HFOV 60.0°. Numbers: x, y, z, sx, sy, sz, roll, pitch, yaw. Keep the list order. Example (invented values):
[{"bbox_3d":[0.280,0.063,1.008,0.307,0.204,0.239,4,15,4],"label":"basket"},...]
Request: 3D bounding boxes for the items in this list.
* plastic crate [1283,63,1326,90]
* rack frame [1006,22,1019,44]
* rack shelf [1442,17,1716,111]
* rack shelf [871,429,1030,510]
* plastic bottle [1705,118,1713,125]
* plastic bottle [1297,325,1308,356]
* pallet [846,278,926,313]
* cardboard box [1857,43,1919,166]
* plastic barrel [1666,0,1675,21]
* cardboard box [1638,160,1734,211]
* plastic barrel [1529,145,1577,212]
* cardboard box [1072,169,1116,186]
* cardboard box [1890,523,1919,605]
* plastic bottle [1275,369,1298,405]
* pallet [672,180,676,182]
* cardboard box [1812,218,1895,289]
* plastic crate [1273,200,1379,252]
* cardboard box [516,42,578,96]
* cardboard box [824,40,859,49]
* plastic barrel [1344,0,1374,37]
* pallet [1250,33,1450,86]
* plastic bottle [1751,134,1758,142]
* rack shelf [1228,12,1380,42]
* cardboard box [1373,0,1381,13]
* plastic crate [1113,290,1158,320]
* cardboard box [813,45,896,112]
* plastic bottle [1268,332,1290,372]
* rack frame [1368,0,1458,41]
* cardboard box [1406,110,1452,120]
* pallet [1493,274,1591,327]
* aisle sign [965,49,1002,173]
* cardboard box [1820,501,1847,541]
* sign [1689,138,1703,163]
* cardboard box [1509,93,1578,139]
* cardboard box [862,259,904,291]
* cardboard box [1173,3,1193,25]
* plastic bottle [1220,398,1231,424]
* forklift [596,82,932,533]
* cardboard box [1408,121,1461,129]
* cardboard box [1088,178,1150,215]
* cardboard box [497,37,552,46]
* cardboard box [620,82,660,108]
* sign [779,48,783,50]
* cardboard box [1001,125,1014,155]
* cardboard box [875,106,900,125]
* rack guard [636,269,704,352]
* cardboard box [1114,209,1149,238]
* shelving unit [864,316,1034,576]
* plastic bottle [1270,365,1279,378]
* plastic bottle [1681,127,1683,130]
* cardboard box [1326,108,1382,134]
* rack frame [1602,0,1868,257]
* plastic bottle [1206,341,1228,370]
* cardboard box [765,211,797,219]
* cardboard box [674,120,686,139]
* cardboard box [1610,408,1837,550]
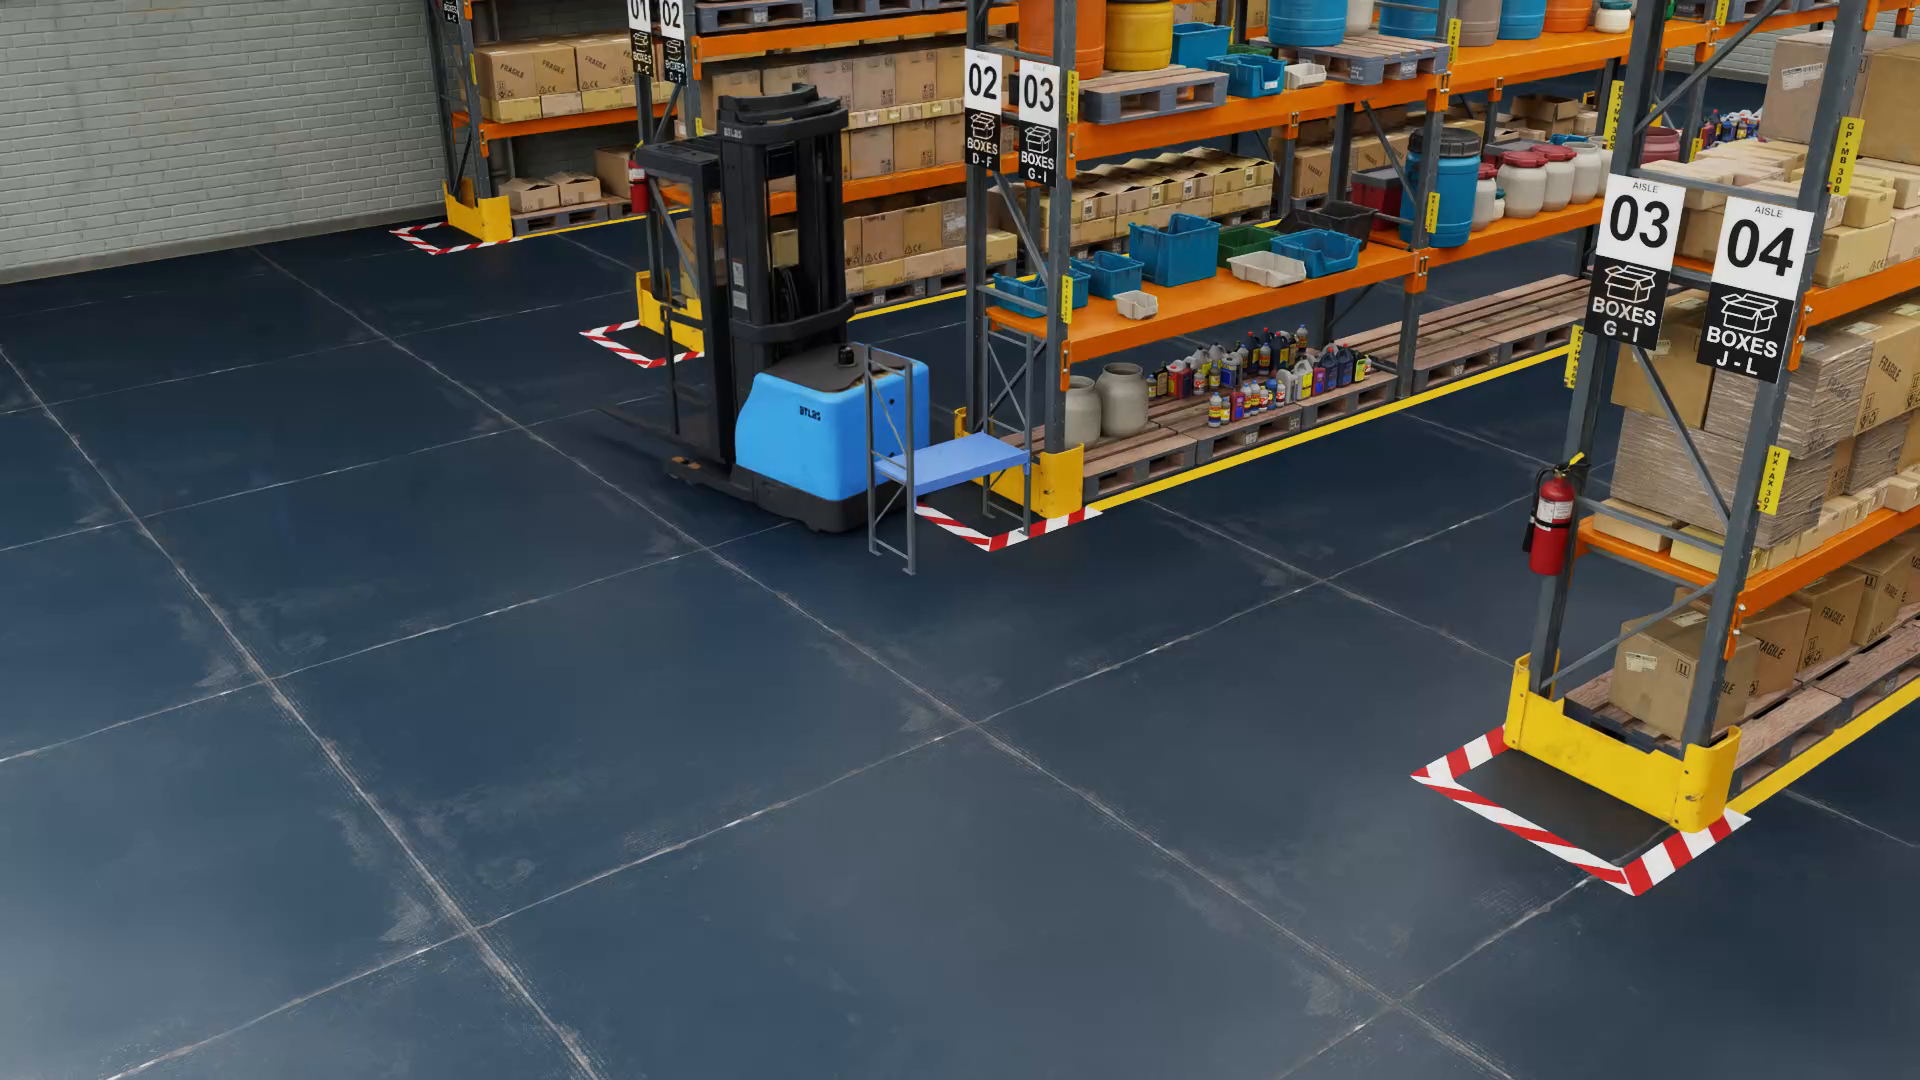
[{"bbox_3d":[2.532,-3.436,12.340,0.396,0.136,0.243,-18,31,-34],"label":"plastic crate"},{"bbox_3d":[0.580,-7.067,23.413,0.127,3.000,1.000,-18,31,-34],"label":"rack frame"},{"bbox_3d":[5.119,-4.299,14.742,4.000,0.370,1.077,-18,31,-34],"label":"rack shelf"},{"bbox_3d":[-0.067,-0.495,11.462,1.000,0.185,0.538,-18,31,-34],"label":"rack shelf"},{"bbox_3d":[7.935,-4.338,17.672,0.133,0.283,0.061,-18,31,-34],"label":"plastic bottle"},{"bbox_3d":[3.024,-1.770,14.719,0.097,0.271,0.097,0,25,0],"label":"plastic bottle"},{"bbox_3d":[-1.121,-2.611,17.126,1.213,0.211,1.003,-18,31,-34],"label":"pallet"},{"bbox_3d":[4.789,-2.130,8.146,0.500,0.500,0.500,-18,31,-34],"label":"cardboard box"},{"bbox_3d":[6.530,-4.994,15.568,0.294,0.245,0.294,0,25,0],"label":"plastic barrel"},{"bbox_3d":[3.480,-1.715,8.023,0.250,0.149,0.380,-18,31,-34],"label":"cardboard box"},{"bbox_3d":[5.351,-3.286,15.106,0.433,0.535,0.433,0,25,0],"label":"plastic barrel"},{"bbox_3d":[1.433,-4.051,19.018,0.500,0.311,0.500,-18,31,-34],"label":"cardboard box"},{"bbox_3d":[5.816,0.080,10.484,0.500,0.500,0.500,-9,26,-18],"label":"cardboard box"},{"bbox_3d":[2.681,-1.272,13.641,0.135,0.276,0.152,-18,30,-33],"label":"plastic bottle"},{"bbox_3d":[-3.075,-4.577,21.360,1.213,0.211,1.003,-18,31,-34],"label":"pallet"},{"bbox_3d":[3.992,-1.398,7.814,0.500,0.250,0.500,-17,30,-33],"label":"cardboard box"},{"bbox_3d":[3.055,-2.624,13.914,0.504,0.338,0.767,-18,31,-34],"label":"plastic crate"},{"bbox_3d":[-4.759,-5.419,19.127,0.500,0.500,0.500,-18,30,-34],"label":"cardboard box"},{"bbox_3d":[-1.702,-6.536,21.629,0.500,0.500,0.700,-15,29,-29],"label":"cardboard box"},{"bbox_3d":[3.085,-4.301,13.259,0.421,0.512,0.421,0,25,0],"label":"plastic barrel"},{"bbox_3d":[3.038,-3.801,13.038,1.003,0.211,1.213,-18,31,-34],"label":"pallet"},{"bbox_3d":[8.068,-3.993,16.943,0.097,0.271,0.097,0,25,0],"label":"plastic bottle"},{"bbox_3d":[5.301,-8.299,26.923,4.000,0.370,1.077,-18,31,-34],"label":"rack shelf"},{"bbox_3d":[6.480,-9.145,27.535,0.700,0.700,0.980,-17,30,-32],"label":"cardboard box"},{"bbox_3d":[1.300,-1.713,12.191,0.250,0.136,0.298,-18,31,-34],"label":"plastic crate"},{"bbox_3d":[-1.038,-4.513,16.251,0.500,0.500,0.700,-18,31,-34],"label":"cardboard box"},{"bbox_3d":[2.743,-1.624,14.309,0.185,0.351,0.144,-18,31,-34],"label":"plastic bottle"},{"bbox_3d":[3.545,-5.467,12.840,0.127,3.000,1.000,-18,31,-34],"label":"rack frame"},{"bbox_3d":[6.256,-5.486,22.455,0.500,0.500,0.500,-20,31,-36],"label":"cardboard box"},{"bbox_3d":[6.059,-2.331,16.523,1.213,0.211,1.003,-18,31,-34],"label":"pallet"},{"bbox_3d":[0.158,-2.965,11.488,0.004,0.787,0.394,-18,31,-34],"label":"aisle sign"},{"bbox_3d":[4.424,-0.137,8.781,0.250,0.149,0.380,-18,31,-34],"label":"cardboard box"},{"bbox_3d":[7.038,-3.678,15.919,0.005,0.325,0.100,-18,31,-34],"label":"sign"},{"bbox_3d":[8.262,-6.023,23.606,0.637,0.503,0.797,-18,31,-34],"label":"cardboard box"},{"bbox_3d":[-0.915,-2.746,16.872,0.500,0.250,0.500,-18,31,-34],"label":"cardboard box"},{"bbox_3d":[3.124,-7.956,24.833,0.500,0.500,0.500,-18,30,-34],"label":"cardboard box"},{"bbox_3d":[2.098,-1.031,13.211,0.097,0.201,0.097,0,25,0],"label":"plastic bottle"},{"bbox_3d":[-1.632,-1.890,12.341,3.031,2.935,1.130,21,32,38],"label":"forklift"},{"bbox_3d":[6.181,-5.183,21.800,0.500,0.500,0.500,-18,30,-34],"label":"cardboard box"},{"bbox_3d":[1.774,-3.873,18.633,0.500,0.311,0.500,-19,31,-36],"label":"cardboard box"},{"bbox_3d":[-5.074,-5.590,19.495,0.500,0.500,0.500,-18,30,-33],"label":"cardboard box"},{"bbox_3d":[-3.932,-5.352,19.872,0.500,0.250,0.500,-18,30,-34],"label":"cardboard box"},{"bbox_3d":[-2.227,-6.242,20.609,0.005,0.325,0.100,-18,31,-34],"label":"sign"},{"bbox_3d":[0.146,-4.315,17.367,0.500,0.500,0.700,-19,31,-35],"label":"cardboard box"},{"bbox_3d":[-0.797,-4.186,16.317,0.250,0.149,0.380,-17,30,-32],"label":"cardboard box"},{"bbox_3d":[-2.675,-2.208,15.914,0.348,0.500,1.175,-18,31,-34],"label":"rack guard"},{"bbox_3d":[1.771,-3.621,18.757,0.500,0.250,0.500,-19,31,-36],"label":"cardboard box"},{"bbox_3d":[-0.067,-0.658,11.386,1.048,1.500,0.538,-18,31,-34],"label":"shelving unit"},{"bbox_3d":[2.615,-1.311,13.715,0.133,0.283,0.061,-18,31,-34],"label":"plastic bottle"},{"bbox_3d":[7.647,-4.275,17.537,0.133,0.283,0.061,-18,31,-34],"label":"plastic bottle"},{"bbox_3d":[5.075,-5.436,21.456,0.500,0.250,0.500,-19,31,-35],"label":"cardboard box"},{"bbox_3d":[3.454,-2.787,7.066,0.127,3.000,1.000,-18,31,-34],"label":"rack frame"},{"bbox_3d":[2.171,-1.512,14.069,0.185,0.351,0.144,-19,31,-34],"label":"plastic bottle"},{"bbox_3d":[-1.640,-3.134,16.817,0.500,0.500,0.500,-18,31,-34],"label":"cardboard box"},{"bbox_3d":[-2.473,-3.850,15.594,0.250,0.149,0.380,-19,31,-35],"label":"cardboard box"},{"bbox_3d":[3.904,-0.380,8.533,0.500,0.500,0.875,-18,31,-34],"label":"cardboard box"}]
